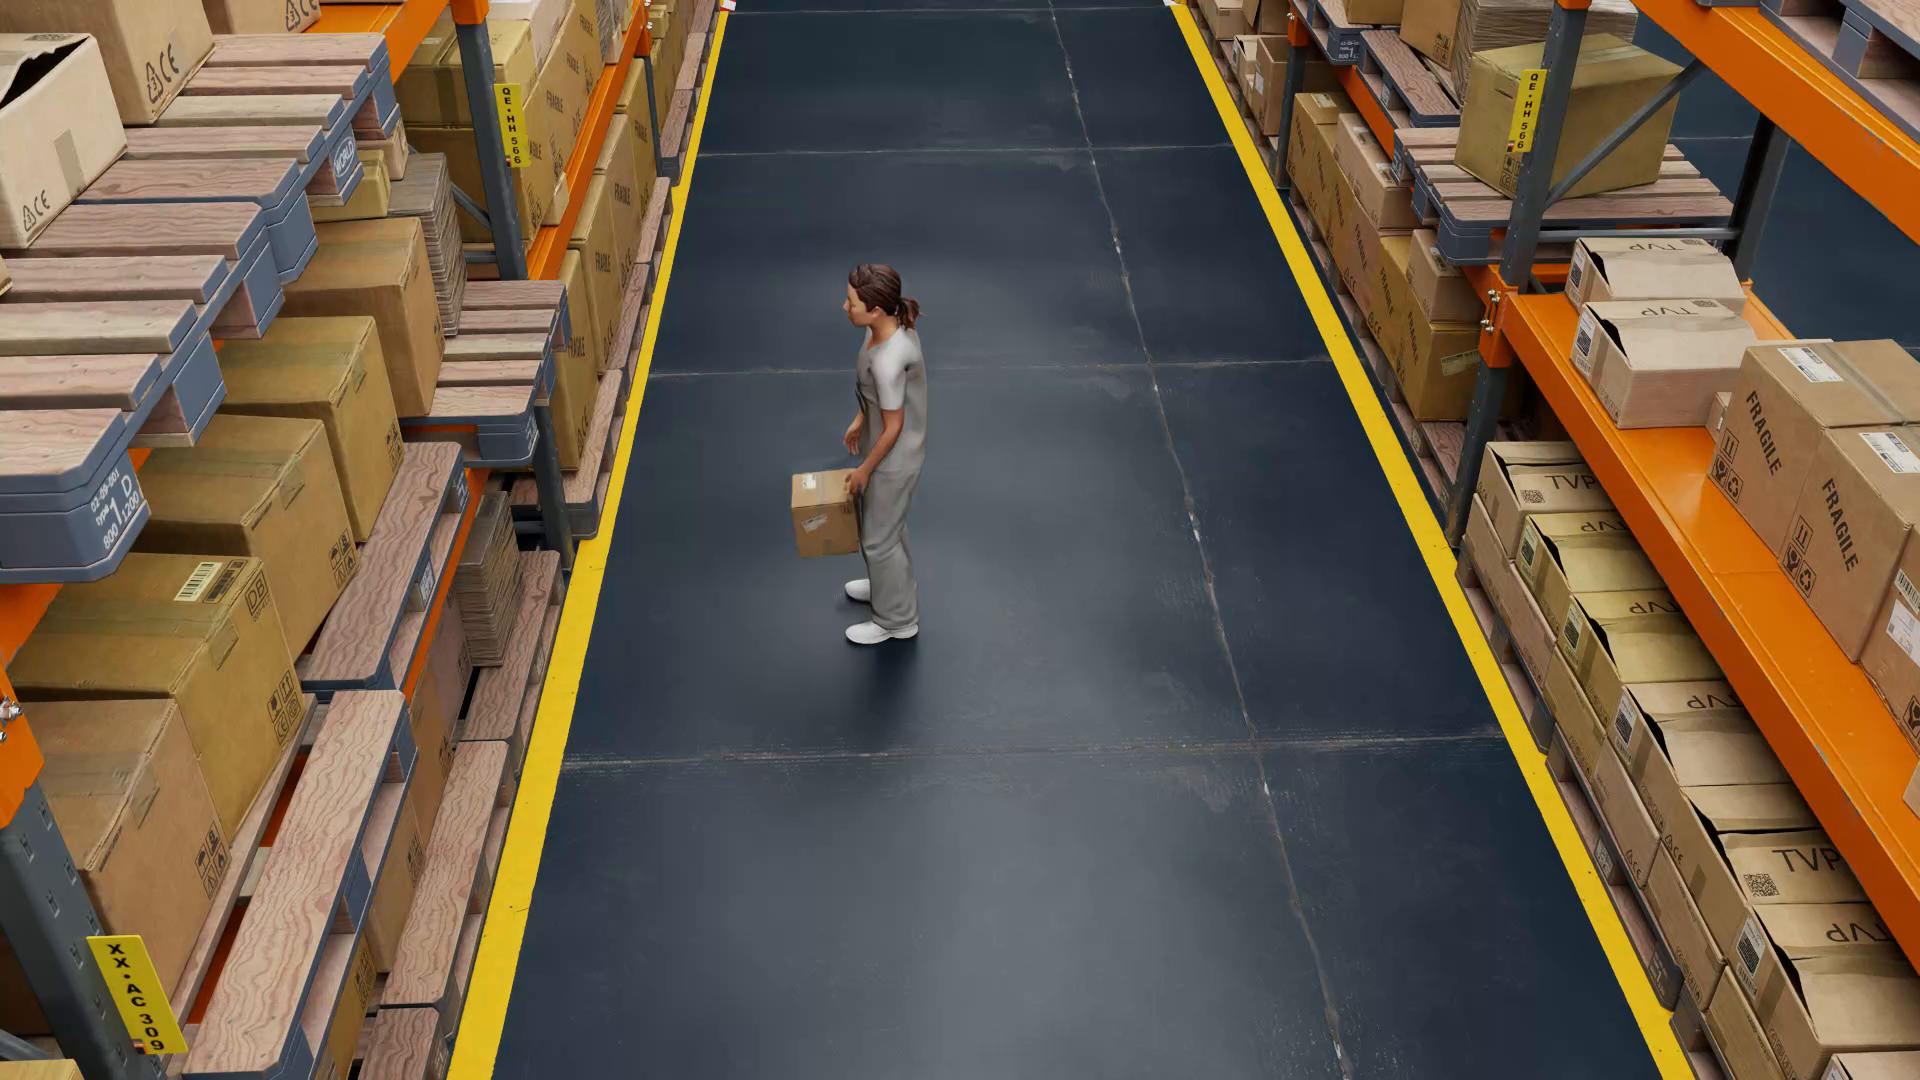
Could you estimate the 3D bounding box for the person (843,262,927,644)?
[{"bbox_3d":[-0.308,-0.341,6.625,0.364,1.676,0.473,-2,35,-3],"label":"person"}]
